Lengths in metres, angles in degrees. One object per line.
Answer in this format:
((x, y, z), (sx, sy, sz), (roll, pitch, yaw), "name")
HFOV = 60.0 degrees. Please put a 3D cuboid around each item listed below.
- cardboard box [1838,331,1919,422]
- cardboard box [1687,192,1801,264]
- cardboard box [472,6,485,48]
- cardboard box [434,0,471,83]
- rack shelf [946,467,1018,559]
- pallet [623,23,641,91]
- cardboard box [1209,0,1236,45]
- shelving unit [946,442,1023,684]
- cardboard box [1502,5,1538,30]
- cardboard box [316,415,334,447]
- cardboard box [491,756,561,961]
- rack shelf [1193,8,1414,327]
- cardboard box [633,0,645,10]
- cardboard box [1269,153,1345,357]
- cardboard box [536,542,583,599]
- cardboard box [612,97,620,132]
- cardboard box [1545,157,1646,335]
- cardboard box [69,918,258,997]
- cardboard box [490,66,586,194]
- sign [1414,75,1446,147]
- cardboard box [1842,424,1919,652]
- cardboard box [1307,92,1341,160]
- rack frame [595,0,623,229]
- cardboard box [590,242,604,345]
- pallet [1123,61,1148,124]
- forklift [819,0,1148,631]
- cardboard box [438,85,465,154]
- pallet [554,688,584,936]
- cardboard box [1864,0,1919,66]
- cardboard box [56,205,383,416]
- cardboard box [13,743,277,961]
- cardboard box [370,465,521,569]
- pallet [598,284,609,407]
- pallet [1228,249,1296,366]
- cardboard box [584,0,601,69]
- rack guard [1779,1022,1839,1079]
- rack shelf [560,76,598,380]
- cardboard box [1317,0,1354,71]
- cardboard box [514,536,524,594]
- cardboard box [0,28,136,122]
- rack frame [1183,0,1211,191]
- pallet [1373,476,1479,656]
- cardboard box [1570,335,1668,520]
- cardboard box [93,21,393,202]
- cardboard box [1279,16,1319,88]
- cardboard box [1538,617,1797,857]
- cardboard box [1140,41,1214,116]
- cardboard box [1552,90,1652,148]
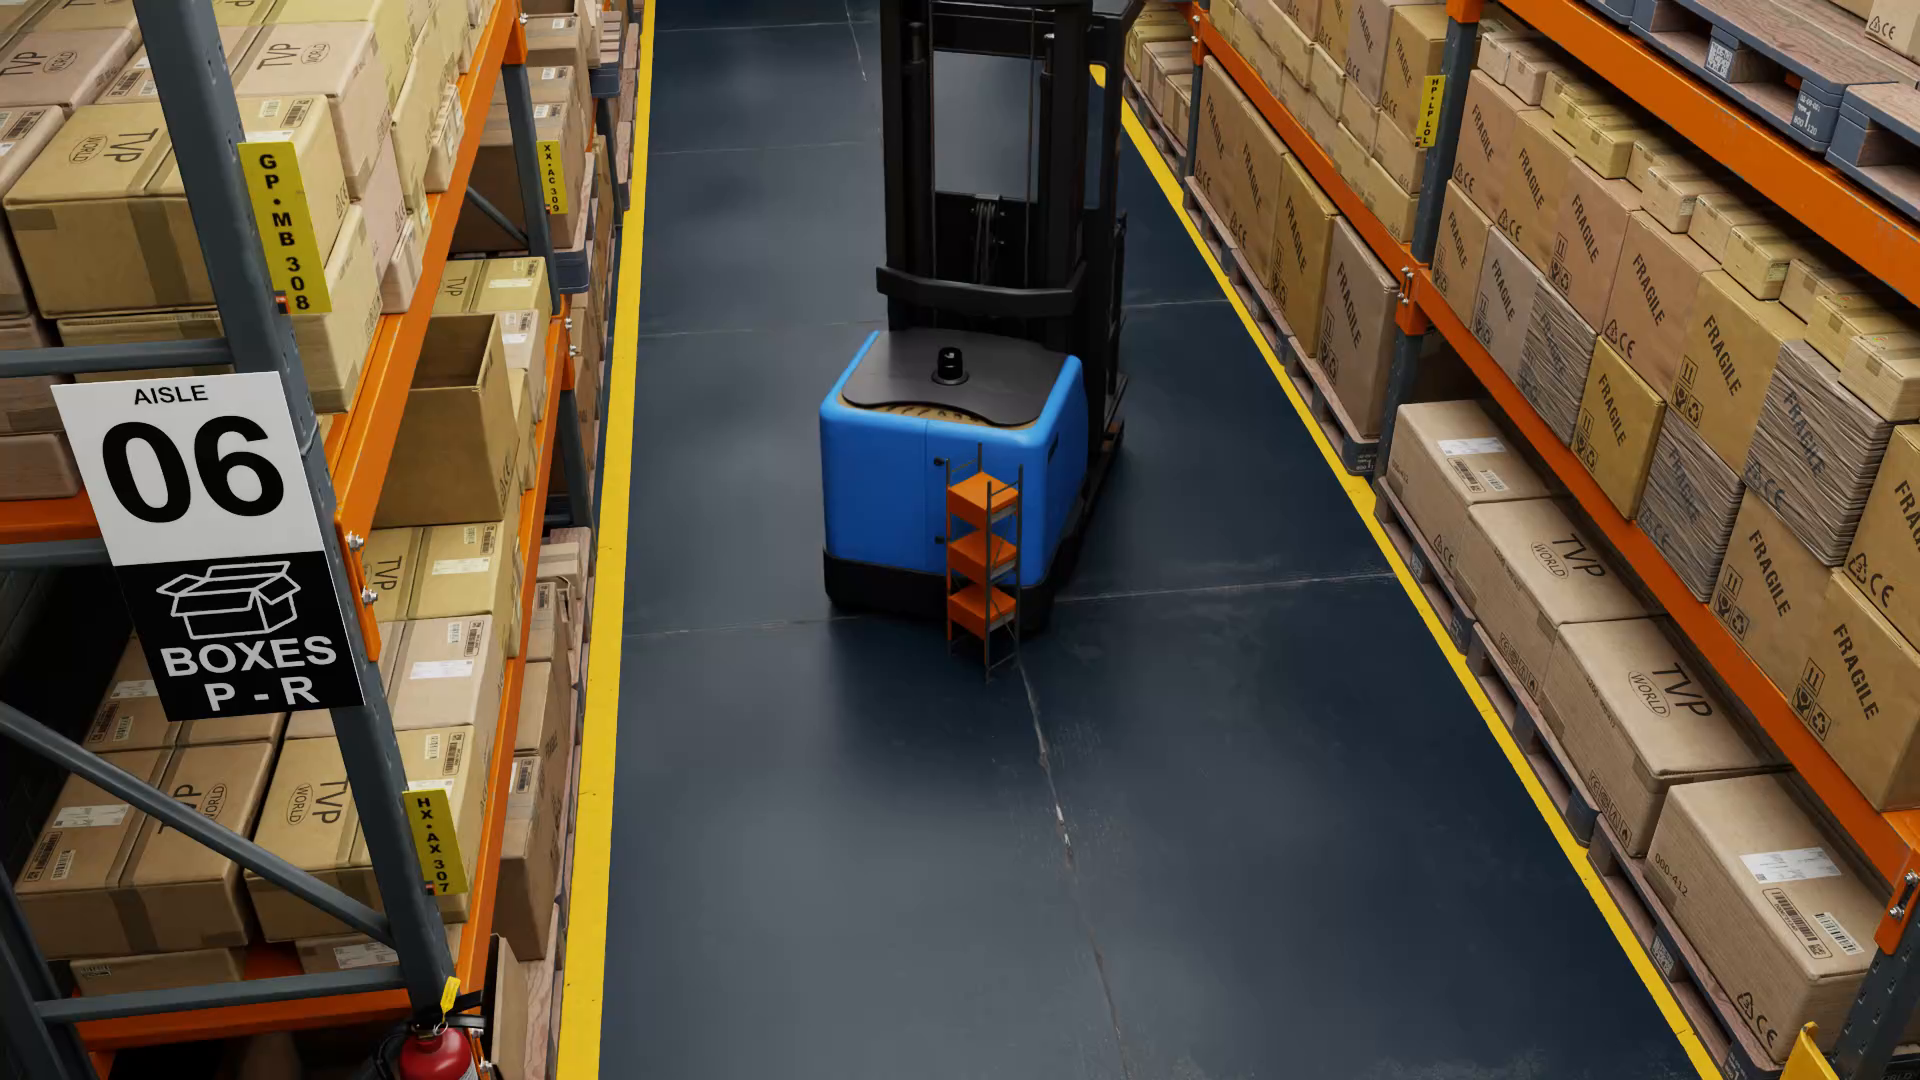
((2.758, -0.471, 4.725), (0.380, 0.149, 0.250), (-5, 35, -7), "cardboard box")
((2.691, -1.049, 5.573), (0.380, 0.149, 0.250), (-3, 34, -5), "cardboard box")
((-1.877, -1.810, 5.802), (0.380, 0.149, 0.250), (-3, 34, -5), "cardboard box")
((-1.825, -1.614, 5.160), (0.500, 0.250, 0.500), (-4, 34, -5), "cardboard box")
((0.101, -0.114, 7.000), (0.215, 0.259, 0.240), (-28, 43, -35), "rack shelf")
((-3.214, -4.044, 13.996), (1.003, 0.211, 1.213), (-4, 35, -6), "pallet")
((1.921, -3.396, 10.703), (0.500, 0.250, 0.500), (-5, 35, -7), "cardboard box")
((0.101, 0.112, 7.154), (0.215, 1.050, 0.252), (-28, 43, -35), "shelving unit")
((2.868, -2.240, 7.896), (0.500, 0.500, 0.500), (-4, 34, -6), "cardboard box")
((-1.550, -0.239, 3.496), (0.380, 0.149, 0.250), (-4, 34, -5), "cardboard box")
((-1.802, 1.123, 5.785), (0.700, 0.500, 0.500), (-3, 34, -4), "cardboard box")
((2.374, -2.337, 9.654), (1.077, 0.370, 4.000), (-4, 35, -6), "rack shelf")
((-3.088, -4.936, 14.899), (0.500, 0.250, 0.500), (-4, 34, -6), "cardboard box")
((2.351, -1.657, 9.531), (0.875, 0.875, 0.875), (-3, 34, -5), "cardboard box")
((-1.909, 0.153, 7.520), (0.380, 0.149, 0.250), (-5, 35, -8), "cardboard box")
((-2.979, -3.277, 12.131), (0.875, 0.625, 0.625), (-3, 34, -5), "cardboard box")
((2.586, -1.119, 6.252), (0.500, 0.500, 0.500), (-4, 34, -5), "cardboard box")
((-2.048, 1.031, 4.296), (0.380, 0.149, 0.250), (-5, 35, -7), "cardboard box")
((-2.188, -1.931, 7.958), (0.700, 0.500, 0.500), (-4, 34, -6), "cardboard box")
((2.106, -1.917, 7.442), (0.100, 0.325, 0.005), (-4, 35, -6), "sign")
((2.880, 0.009, 4.597), (0.500, 0.500, 0.500), (-3, 34, -5), "cardboard box")
((2.216, -2.254, 9.028), (0.500, 0.250, 0.500), (-5, 35, -8), "cardboard box")
((-2.813, -3.372, 10.534), (1.000, 3.000, 0.127), (-4, 35, -6), "rack frame")
((-2.325, -1.433, 9.535), (0.500, 0.500, 0.500), (-6, 35, -8), "cardboard box")
((1.840, -3.713, 13.511), (1.003, 0.211, 1.213), (-4, 35, -6), "pallet")
((0.255, -1.626, 8.033), (1.130, 2.935, 3.031), (9, 35, 13), "forklift")
((-1.698, -1.240, 4.966), (0.380, 0.149, 0.250), (-4, 34, -5), "cardboard box")
((-2.017, 1.078, 6.481), (1.003, 0.211, 1.213), (-4, 35, -6), "pallet")
((3.029, -1.542, 4.804), (0.500, 0.311, 0.500), (-4, 34, -6), "cardboard box")
((-1.526, -0.477, 3.491), (0.500, 0.250, 0.500), (-5, 35, -7), "cardboard box")
((-2.062, 0.795, 4.289), (0.500, 0.250, 0.500), (-3, 34, -5), "cardboard box")
((-1.761, -0.090, 5.587), (0.500, 0.250, 0.500), (-5, 35, -8), "cardboard box")
((-2.590, -1.121, 9.707), (1.003, 0.211, 1.213), (-4, 35, -6), "pallet")
((2.297, -1.473, 10.224), (1.003, 0.211, 1.213), (-4, 35, -6), "pallet")
((-2.351, -2.919, 9.630), (0.500, 0.250, 0.500), (-6, 35, -9), "cardboard box")
((3.184, 1.761, 5.223), (1.175, 0.500, 0.348), (-4, 35, -6), "rack guard")
((-2.544, -1.959, 9.099), (1.077, 0.370, 4.000), (-4, 35, -6), "rack shelf")
((2.208, -2.775, 8.682), (0.500, 0.500, 0.500), (-3, 34, -5), "cardboard box")
((-1.689, 0.124, 5.628), (0.380, 0.149, 0.250), (-4, 34, -5), "cardboard box")
((-2.143, -0.932, 3.715), (0.500, 0.250, 0.500), (-5, 35, -8), "cardboard box")
((2.105, -3.750, 11.089), (1.000, 3.000, 0.127), (-4, 35, -6), "rack frame")
((2.667, 0.065, 7.968), (1.003, 0.211, 1.213), (-4, 35, -6), "pallet")
((2.640, -0.431, 6.130), (0.500, 0.500, 0.500), (-3, 34, -5), "cardboard box")
((-1.598, -0.967, 3.766), (0.500, 0.250, 0.500), (-5, 35, -7), "cardboard box")
((2.107, -2.742, 9.299), (0.500, 0.250, 0.500), (-4, 34, -6), "cardboard box")
((2.861, 0.729, 6.419), (0.875, 0.438, 0.875), (-3, 34, -5), "cardboard box")
((1.931, -3.565, 12.778), (0.950, 0.372, 0.625), (-5, 35, -7), "cardboard box")
((2.527, -1.620, 6.411), (0.380, 0.149, 0.250), (-5, 35, -7), "cardboard box")
